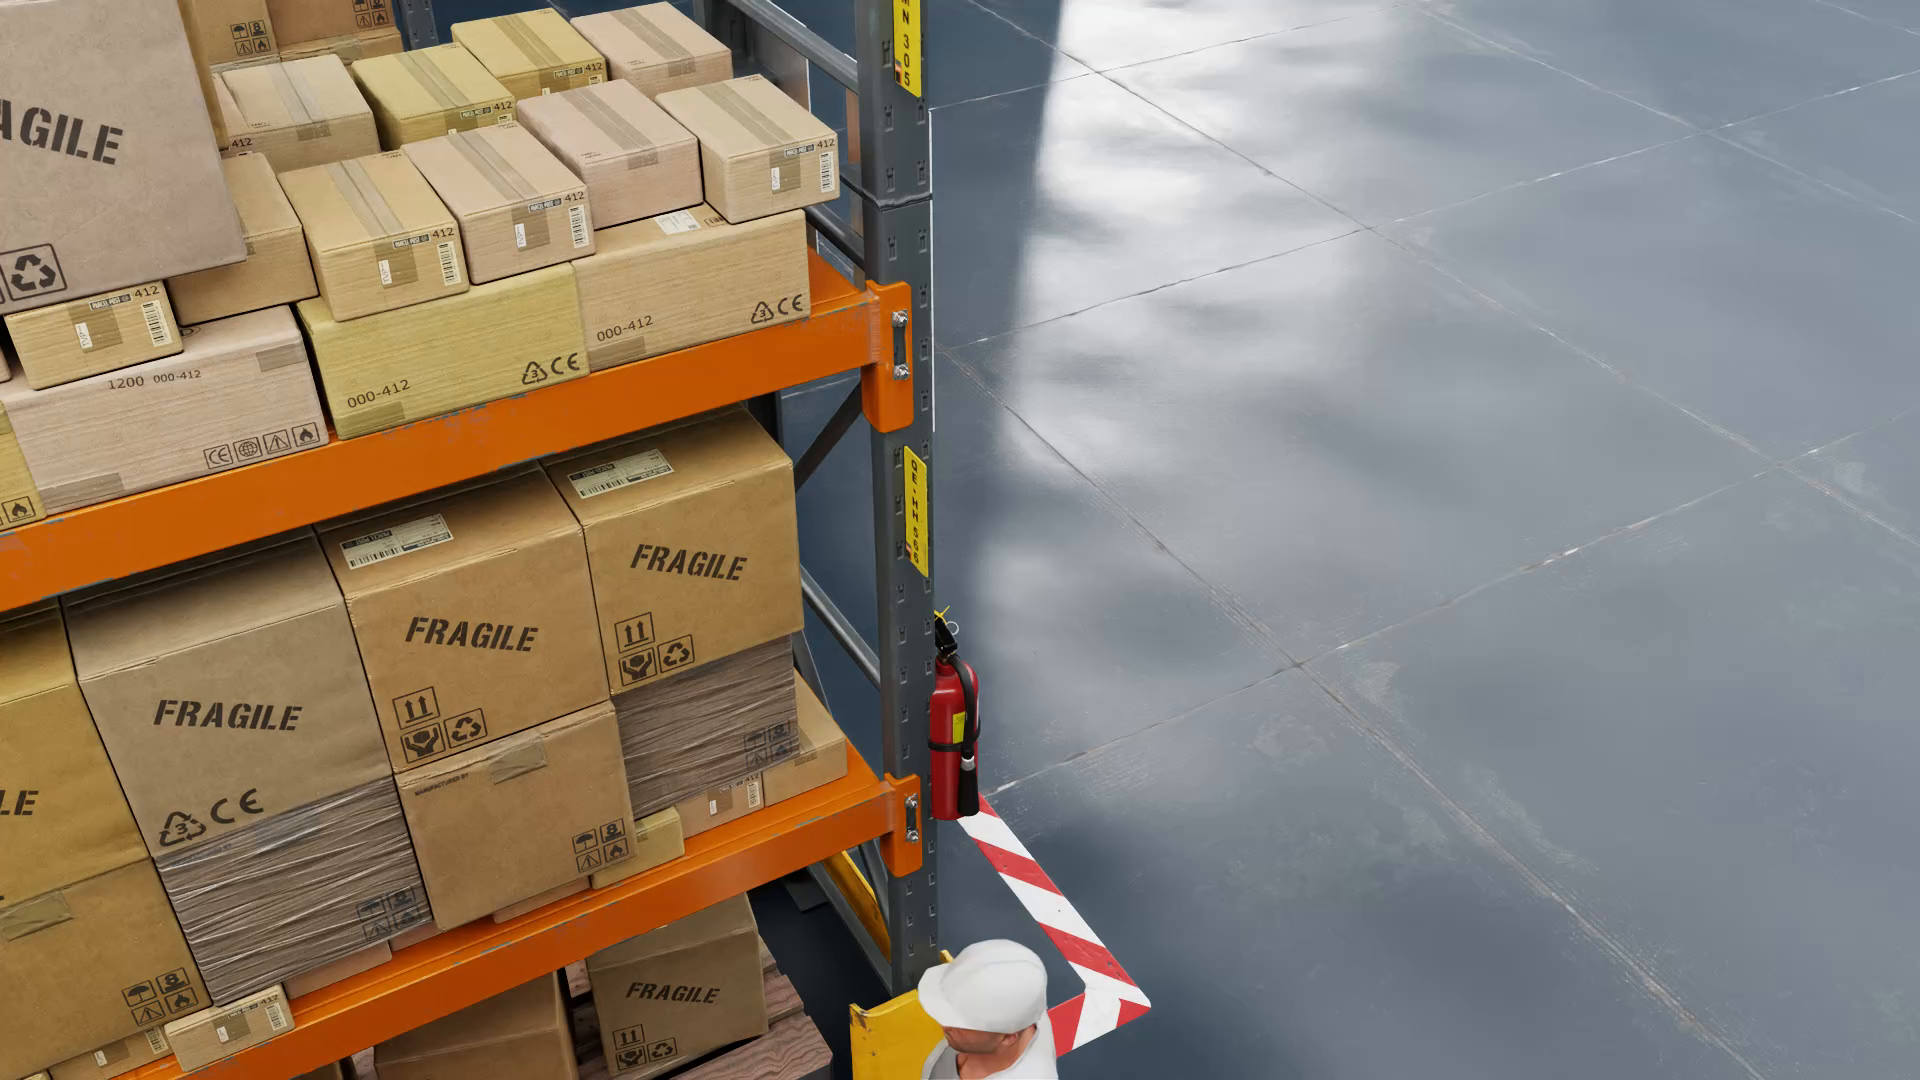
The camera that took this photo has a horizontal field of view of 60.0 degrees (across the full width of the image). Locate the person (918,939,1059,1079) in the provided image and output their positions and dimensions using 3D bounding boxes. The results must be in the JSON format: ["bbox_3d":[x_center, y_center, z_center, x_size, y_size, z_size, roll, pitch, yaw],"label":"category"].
[{"bbox_3d":[0.033,1.585,3.984,0.387,1.788,0.529,-4,37,-6],"label":"person"}]
